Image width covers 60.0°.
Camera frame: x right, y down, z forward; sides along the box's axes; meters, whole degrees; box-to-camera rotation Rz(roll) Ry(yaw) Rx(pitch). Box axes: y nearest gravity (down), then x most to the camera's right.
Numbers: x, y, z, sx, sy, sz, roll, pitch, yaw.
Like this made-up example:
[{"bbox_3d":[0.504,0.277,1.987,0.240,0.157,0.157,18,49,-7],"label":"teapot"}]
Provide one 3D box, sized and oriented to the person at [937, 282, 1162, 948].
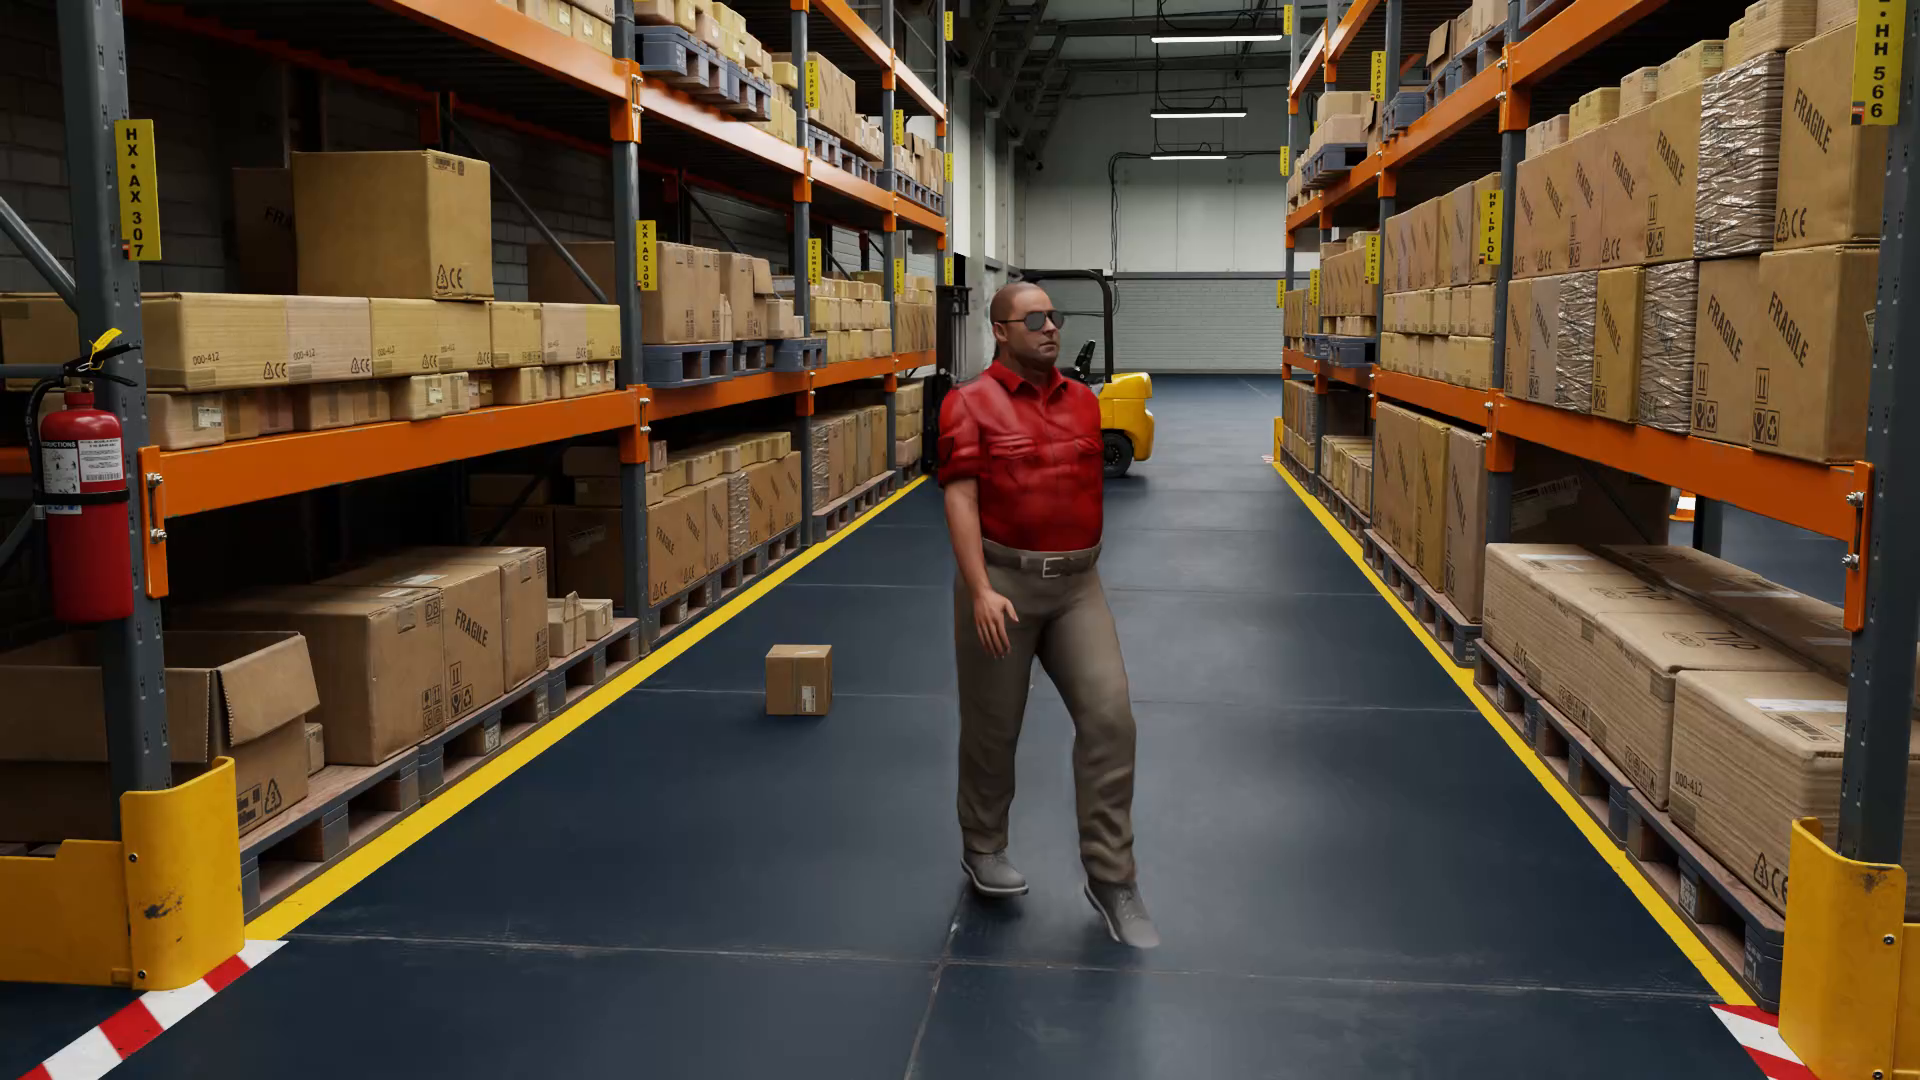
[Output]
[{"bbox_3d":[0.222,0.202,4.496,0.535,1.784,0.708,-3,8,-24],"label":"person"}]
